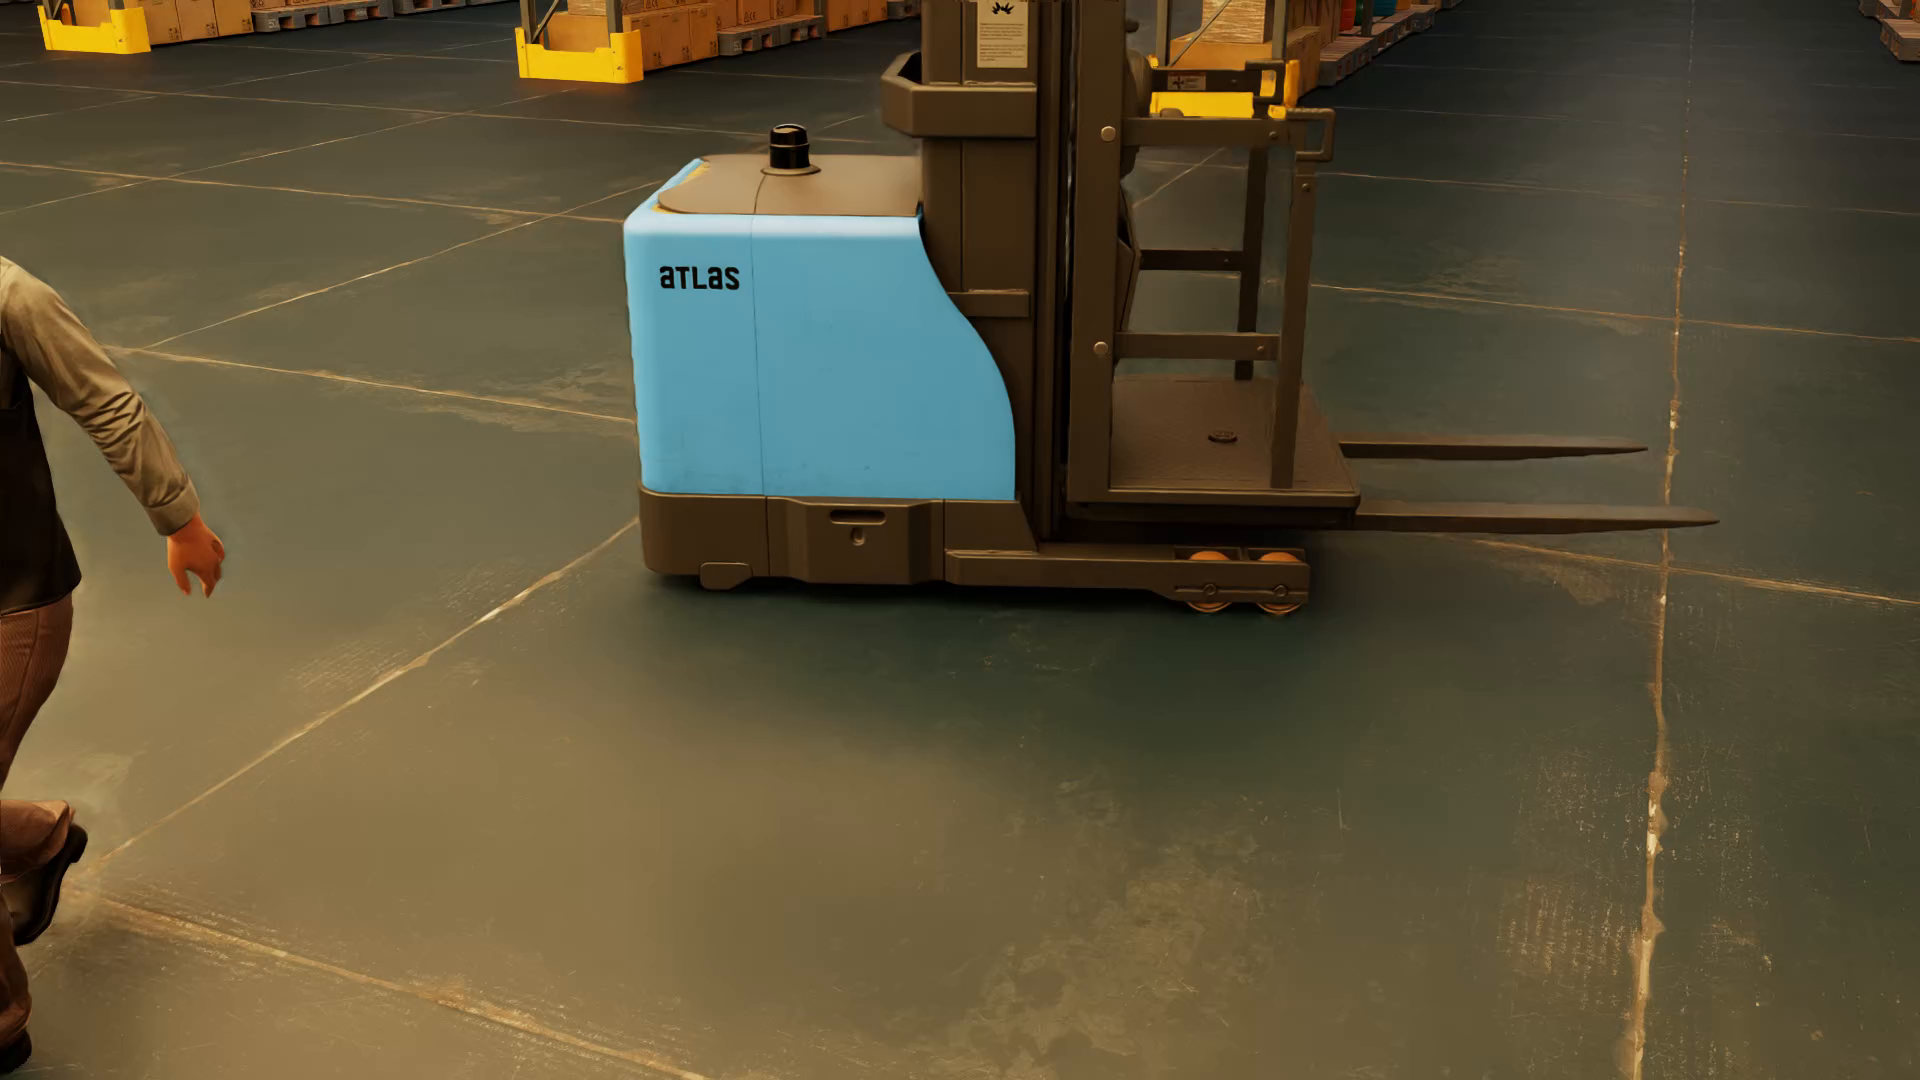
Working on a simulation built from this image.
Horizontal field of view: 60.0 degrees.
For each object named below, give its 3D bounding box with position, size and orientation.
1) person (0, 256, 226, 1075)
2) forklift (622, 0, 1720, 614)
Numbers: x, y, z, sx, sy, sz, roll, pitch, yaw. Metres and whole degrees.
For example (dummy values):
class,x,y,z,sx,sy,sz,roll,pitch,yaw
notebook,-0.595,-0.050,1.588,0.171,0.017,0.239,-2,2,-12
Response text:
class,x,y,z,sx,sy,sz,roll,pitch,yaw
person,-1.672,0.107,2.727,0.601,1.648,0.760,4,23,10
forklift,0.630,-1.360,4.545,3.031,2.935,1.130,1,23,3
